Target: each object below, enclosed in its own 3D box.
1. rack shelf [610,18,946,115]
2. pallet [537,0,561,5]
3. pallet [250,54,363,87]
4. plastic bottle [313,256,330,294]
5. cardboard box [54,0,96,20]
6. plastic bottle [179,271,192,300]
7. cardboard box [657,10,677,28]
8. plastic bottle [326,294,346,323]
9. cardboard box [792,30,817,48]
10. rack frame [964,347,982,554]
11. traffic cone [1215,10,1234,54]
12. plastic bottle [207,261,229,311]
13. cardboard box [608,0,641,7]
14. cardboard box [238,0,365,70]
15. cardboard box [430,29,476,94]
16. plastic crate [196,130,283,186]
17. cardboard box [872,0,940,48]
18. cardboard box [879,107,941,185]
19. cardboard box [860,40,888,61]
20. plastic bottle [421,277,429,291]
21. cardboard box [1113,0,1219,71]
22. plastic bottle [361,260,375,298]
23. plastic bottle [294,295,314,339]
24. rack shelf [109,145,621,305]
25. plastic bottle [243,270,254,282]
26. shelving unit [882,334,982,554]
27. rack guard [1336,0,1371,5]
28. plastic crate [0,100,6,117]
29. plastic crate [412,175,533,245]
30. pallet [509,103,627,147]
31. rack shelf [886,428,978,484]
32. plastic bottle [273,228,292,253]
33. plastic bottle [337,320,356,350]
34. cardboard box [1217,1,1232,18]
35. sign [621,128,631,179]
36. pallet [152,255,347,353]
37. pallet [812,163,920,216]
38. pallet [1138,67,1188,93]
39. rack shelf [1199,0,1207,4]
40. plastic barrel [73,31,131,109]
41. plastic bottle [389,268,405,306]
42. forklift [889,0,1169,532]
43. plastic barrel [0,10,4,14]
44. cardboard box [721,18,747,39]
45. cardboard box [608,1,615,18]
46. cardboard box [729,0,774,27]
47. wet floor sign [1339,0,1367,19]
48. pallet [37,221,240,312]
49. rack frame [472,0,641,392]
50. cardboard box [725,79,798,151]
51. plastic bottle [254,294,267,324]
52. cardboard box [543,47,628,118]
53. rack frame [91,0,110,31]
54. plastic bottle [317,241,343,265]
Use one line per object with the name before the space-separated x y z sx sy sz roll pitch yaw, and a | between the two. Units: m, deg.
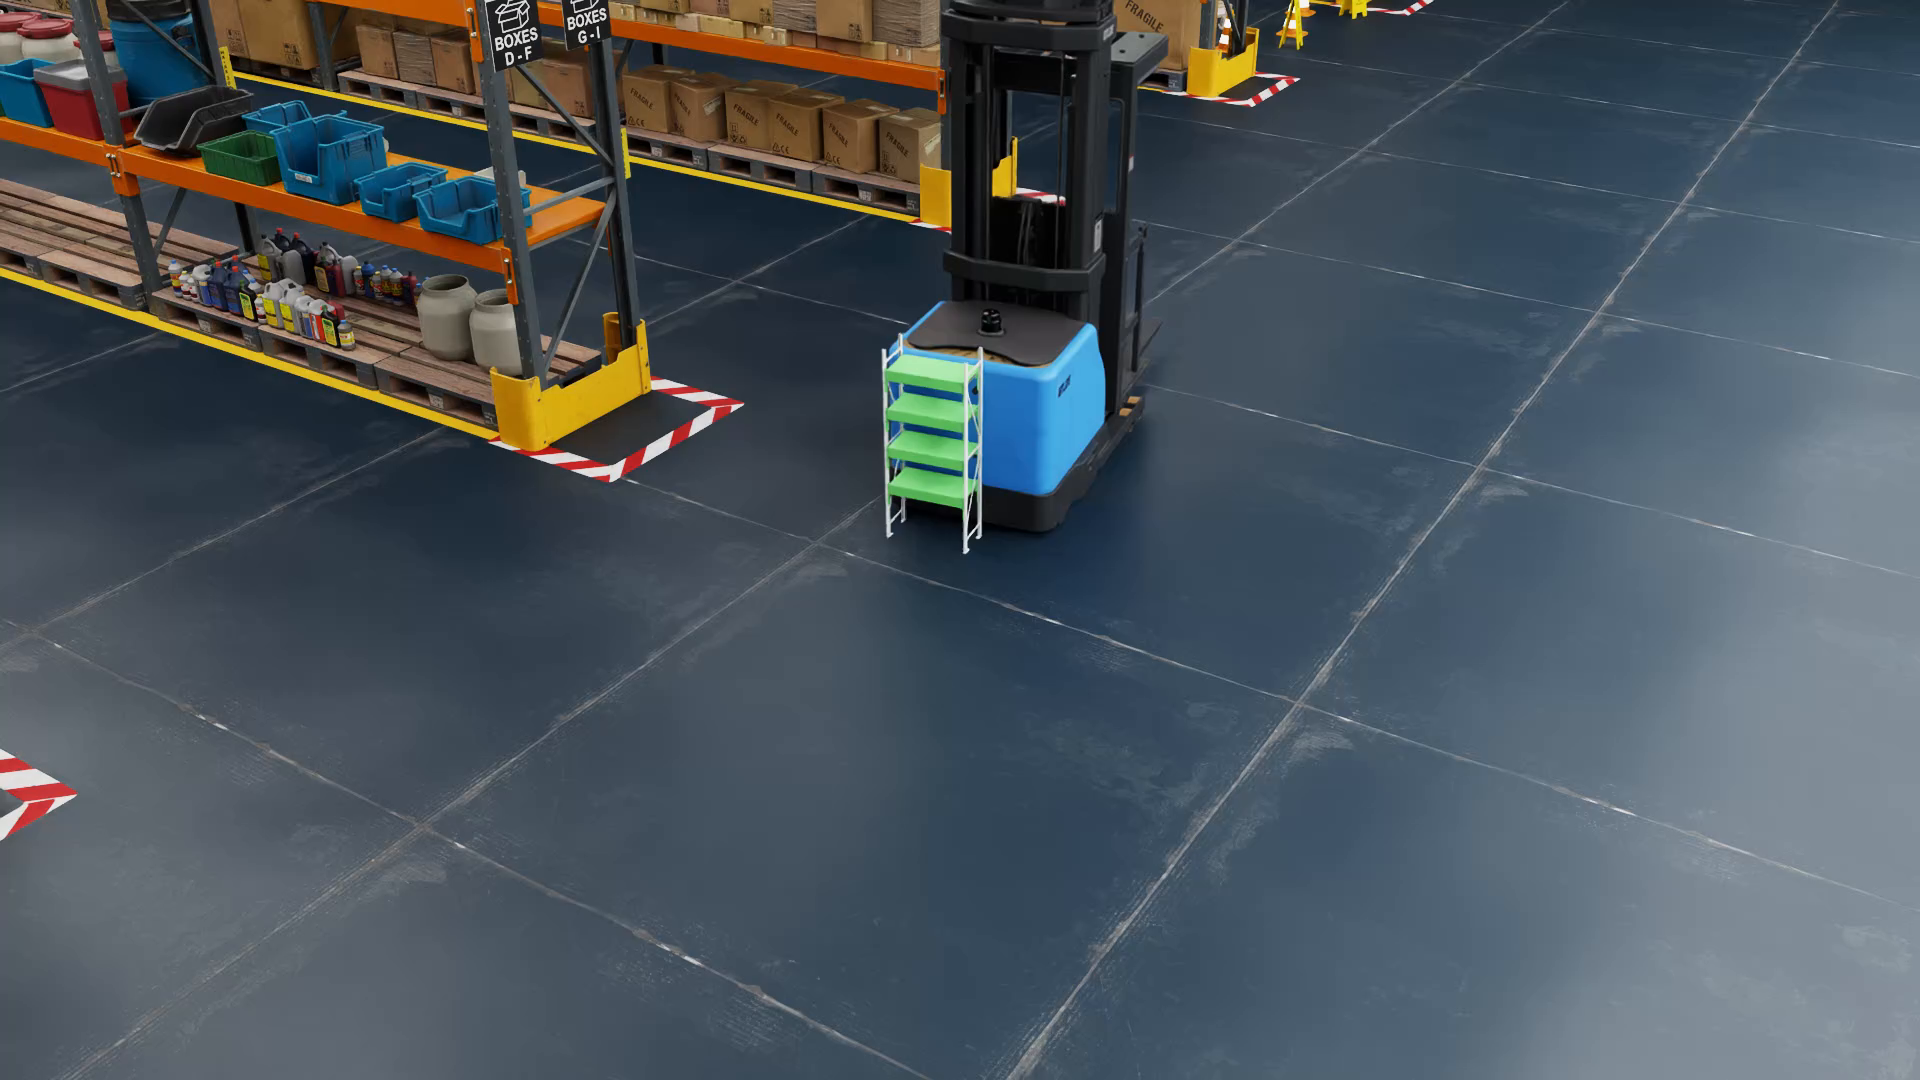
rack shelf | -1.544 -4.486 15.177 4.000 0.370 1.077 18 35 27
pallet | -3.808 -5.517 16.420 1.213 0.211 1.003 18 35 27
pallet | -7.254 -5.443 18.871 1.213 0.211 1.003 18 35 27
plastic bottle | -4.769 -1.998 12.456 0.133 0.283 0.061 18 35 27
cardboard box | -10.531 -6.951 20.379 0.875 0.875 0.875 18 35 27
plastic bottle | -5.749 -1.901 12.371 0.097 0.201 0.097 0 30 0
cardboard box | -2.568 -4.848 15.332 0.250 0.149 0.380 18 35 27
plastic bottle | -4.415 -1.594 11.764 0.133 0.283 0.061 18 35 27
cardboard box | -1.269 -4.469 14.683 0.250 0.149 0.380 18 35 27
rack frame | 0.073 -0.493 9.405 0.015 1.200 0.240 12 32 19
traffic cone | 3.177 -6.004 19.582 0.334 0.463 0.336 18 35 27
plastic bottle | -5.408 -1.871 12.173 0.185 0.351 0.144 19 35 29
cardboard box | -2.890 -5.358 15.562 0.500 0.500 0.875 18 35 27
cardboard box | -7.200 -5.862 18.513 0.875 0.875 1.225 16 34 25
cardboard box | -5.088 -5.052 17.476 0.500 0.500 0.700 21 36 31
plastic crate | -4.872 -2.643 11.514 0.662 0.188 0.450 18 35 27
cardboard box | -0.302 -4.592 14.250 0.500 0.500 0.875 18 35 27
cardboard box | -0.370 -3.537 14.901 0.500 0.500 0.500 25 39 36
cardboard box | -0.652 -4.253 14.313 0.250 0.149 0.380 18 35 27
plastic bottle | -3.853 -1.778 12.091 0.097 0.271 0.097 0 30 0
cardboard box | 2.263 -5.768 18.352 0.875 0.875 0.875 18 35 28
plastic bottle | -4.400 -1.951 12.388 0.097 0.271 0.097 0 30 0
plastic bottle | -4.589 -1.582 11.752 0.135 0.276 0.152 17 34 26
rack shelf | -4.177 -2.372 11.554 4.000 0.370 1.077 18 35 27
plastic bottle | -5.221 -1.850 12.215 0.097 0.271 0.097 0 30 0
shelving unit | -0.153 -0.540 9.485 0.503 1.200 0.258 12 32 19
rack guard | 5.354 -7.432 21.992 0.348 0.500 1.175 18 35 27
plastic crate | -7.497 -3.473 12.937 0.662 0.188 0.450 18 35 27
plastic crate | -3.067 -2.089 10.502 0.616 0.251 0.499 18 35 27
pallet | -3.898 -4.336 16.973 1.213 0.211 1.003 18 35 27
rack shelf | -0.153 -0.485 9.517 0.480 0.148 0.258 12 32 19
plastic bottle | -5.173 -2.215 12.763 0.185 0.351 0.144 17 34 26
plastic bottle | -4.272 -1.434 11.571 0.097 0.201 0.097 0 30 0
cardboard box | 3.235 -6.748 21.170 0.380 0.149 0.250 -15 33 -24
sign | -2.187 -2.501 10.785 0.005 0.325 0.100 18 35 27
pallet | -5.325 -1.817 12.655 1.213 0.211 1.003 18 35 27
pallet | -0.584 -3.310 15.214 1.213 0.211 1.003 18 35 27
pallet | 2.153 -5.327 18.672 1.213 0.211 1.003 18 35 27
rack shelf | 1.178 -6.576 18.759 4.000 0.370 1.077 18 35 27
plastic barrel | -6.565 -3.628 12.856 0.433 0.535 0.433 0 30 0
plastic bottle | -4.144 -1.869 12.249 0.097 0.271 0.097 0 30 0
forklift | 0.595 -2.040 10.338 1.130 2.935 3.031 11 32 19
plastic barrel | -7.918 -4.042 13.590 0.421 0.512 0.421 0 30 0
cardboard box | -1.939 -4.642 14.980 0.250 0.149 0.380 18 35 27
cardboard box | -3.216 -5.038 15.659 0.250 0.149 0.380 18 35 27
cardboard box | -1.607 -4.966 14.891 0.500 0.500 0.875 18 35 27
wet floor sign | 5.010 -6.966 21.051 0.267 0.644 0.232 -21 36 -32
pallet | -6.557 -2.208 13.326 1.213 0.211 1.003 18 35 27
rack frame | -2.484 -2.147 10.454 0.127 3.000 1.000 18 35 27
cardboard box | -1.864 -4.027 15.740 0.500 0.500 0.500 14 33 23
plastic bottle | -5.021 -1.671 11.977 0.097 0.201 0.097 0 30 0
cardboard box | -3.747 -4.617 16.731 0.500 0.500 0.700 15 33 24
rack frame | -10.014 -7.476 19.588 0.127 3.000 1.000 18 35 27
plastic bottle | -4.737 -2.077 12.526 0.185 0.351 0.144 17 34 27
